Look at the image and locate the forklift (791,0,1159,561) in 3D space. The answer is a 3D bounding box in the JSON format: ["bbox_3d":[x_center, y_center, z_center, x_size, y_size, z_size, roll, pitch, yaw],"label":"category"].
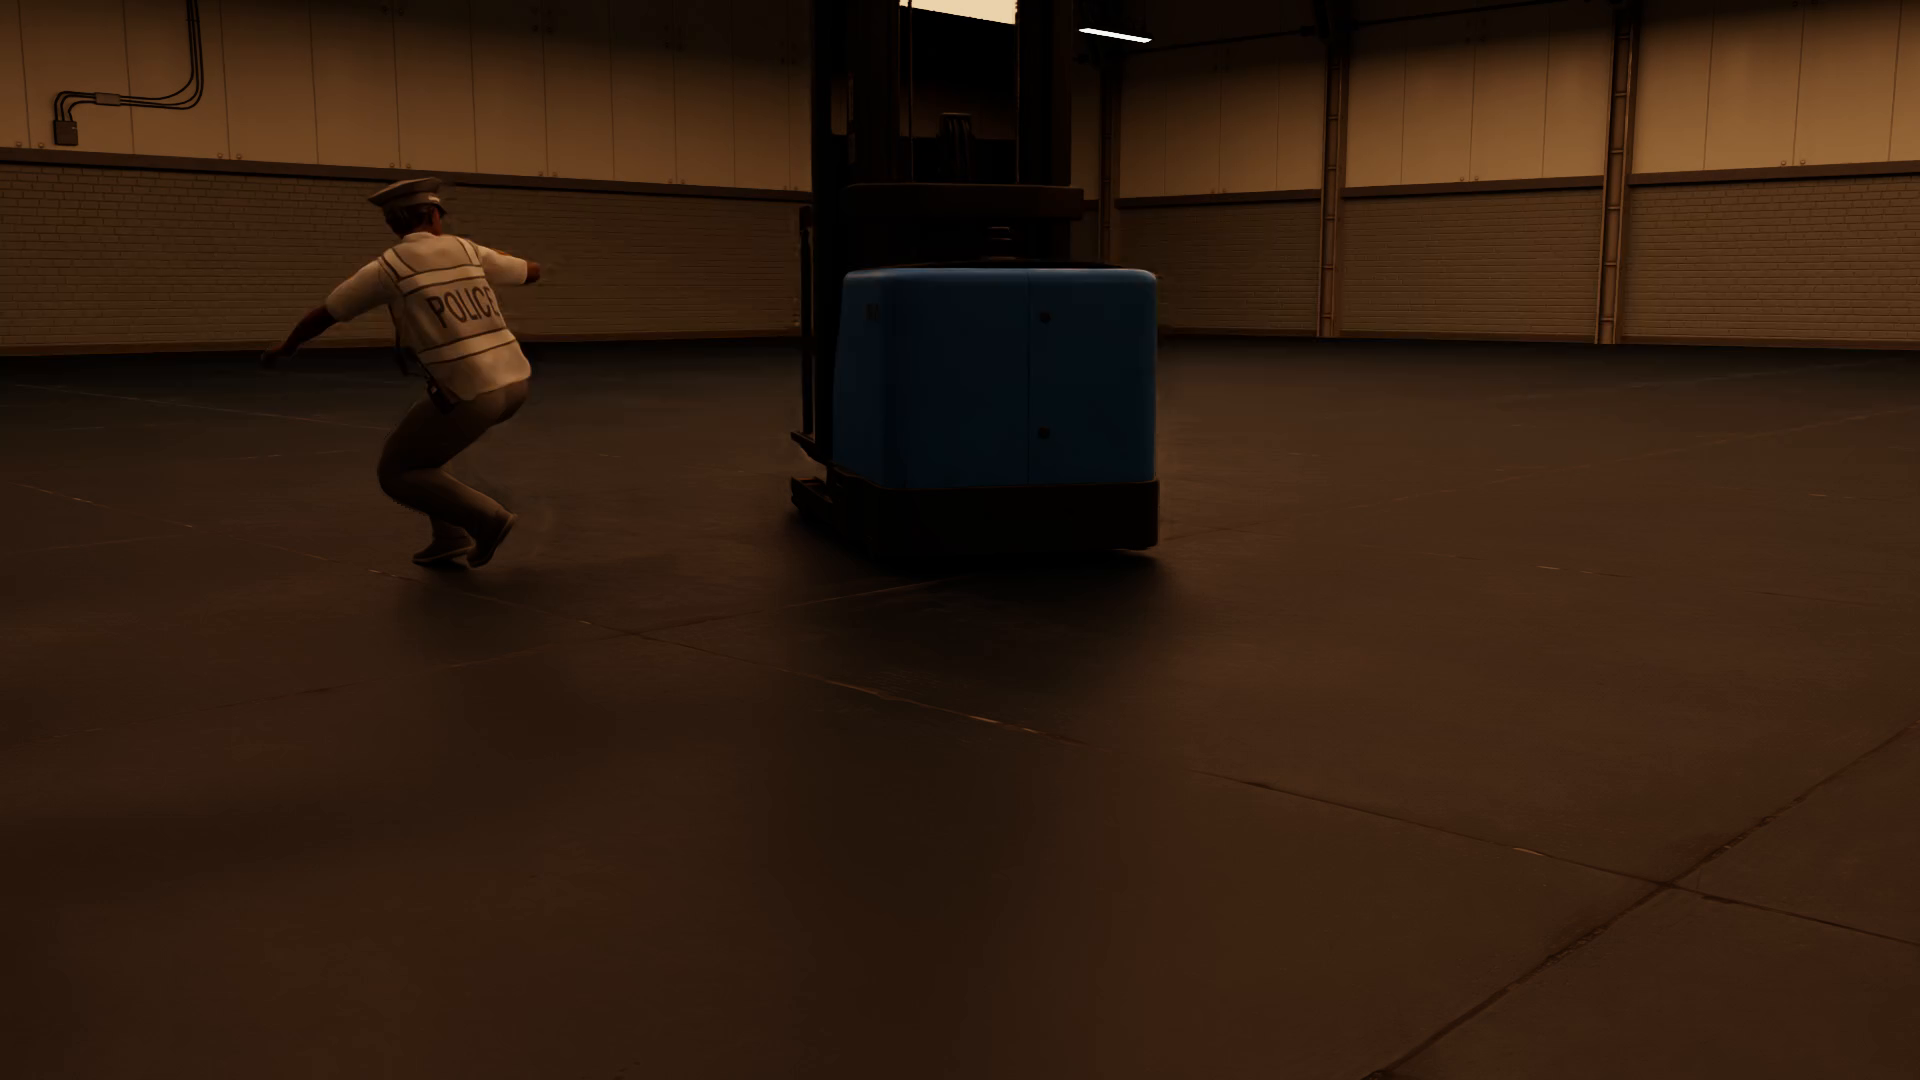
[{"bbox_3d":[-0.137,-1.552,7.178,1.130,2.935,3.031,-2,9,-14],"label":"forklift"}]

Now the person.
[{"bbox_3d":[-1.957,-0.588,5.989,0.972,1.396,0.690,4,9,23],"label":"person"}]
